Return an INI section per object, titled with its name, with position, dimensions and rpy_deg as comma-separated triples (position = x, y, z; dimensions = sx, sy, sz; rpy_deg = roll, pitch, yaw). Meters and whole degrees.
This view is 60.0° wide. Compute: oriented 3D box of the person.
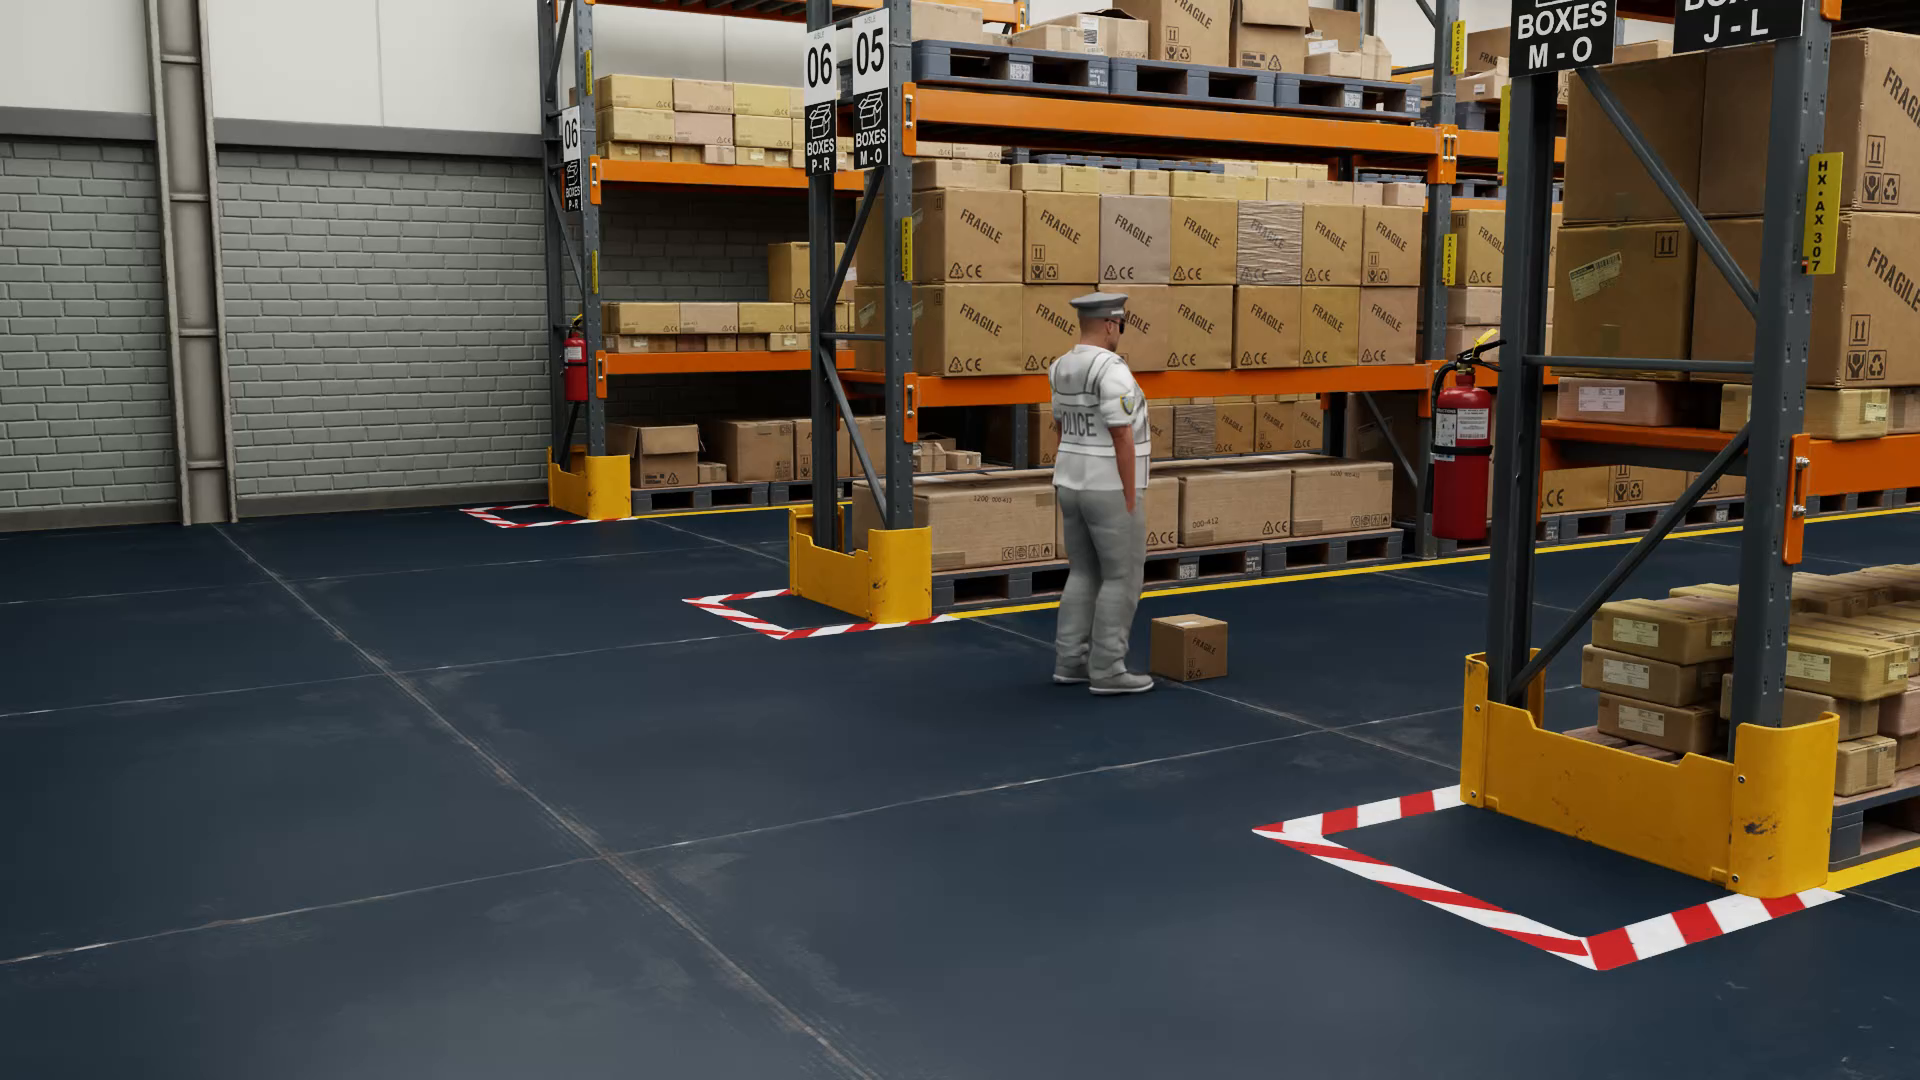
[person]
position = 0.620, -0.207, 7.316
dimensions = 0.393, 1.747, 0.529
rpy_deg = -5, 9, -30
